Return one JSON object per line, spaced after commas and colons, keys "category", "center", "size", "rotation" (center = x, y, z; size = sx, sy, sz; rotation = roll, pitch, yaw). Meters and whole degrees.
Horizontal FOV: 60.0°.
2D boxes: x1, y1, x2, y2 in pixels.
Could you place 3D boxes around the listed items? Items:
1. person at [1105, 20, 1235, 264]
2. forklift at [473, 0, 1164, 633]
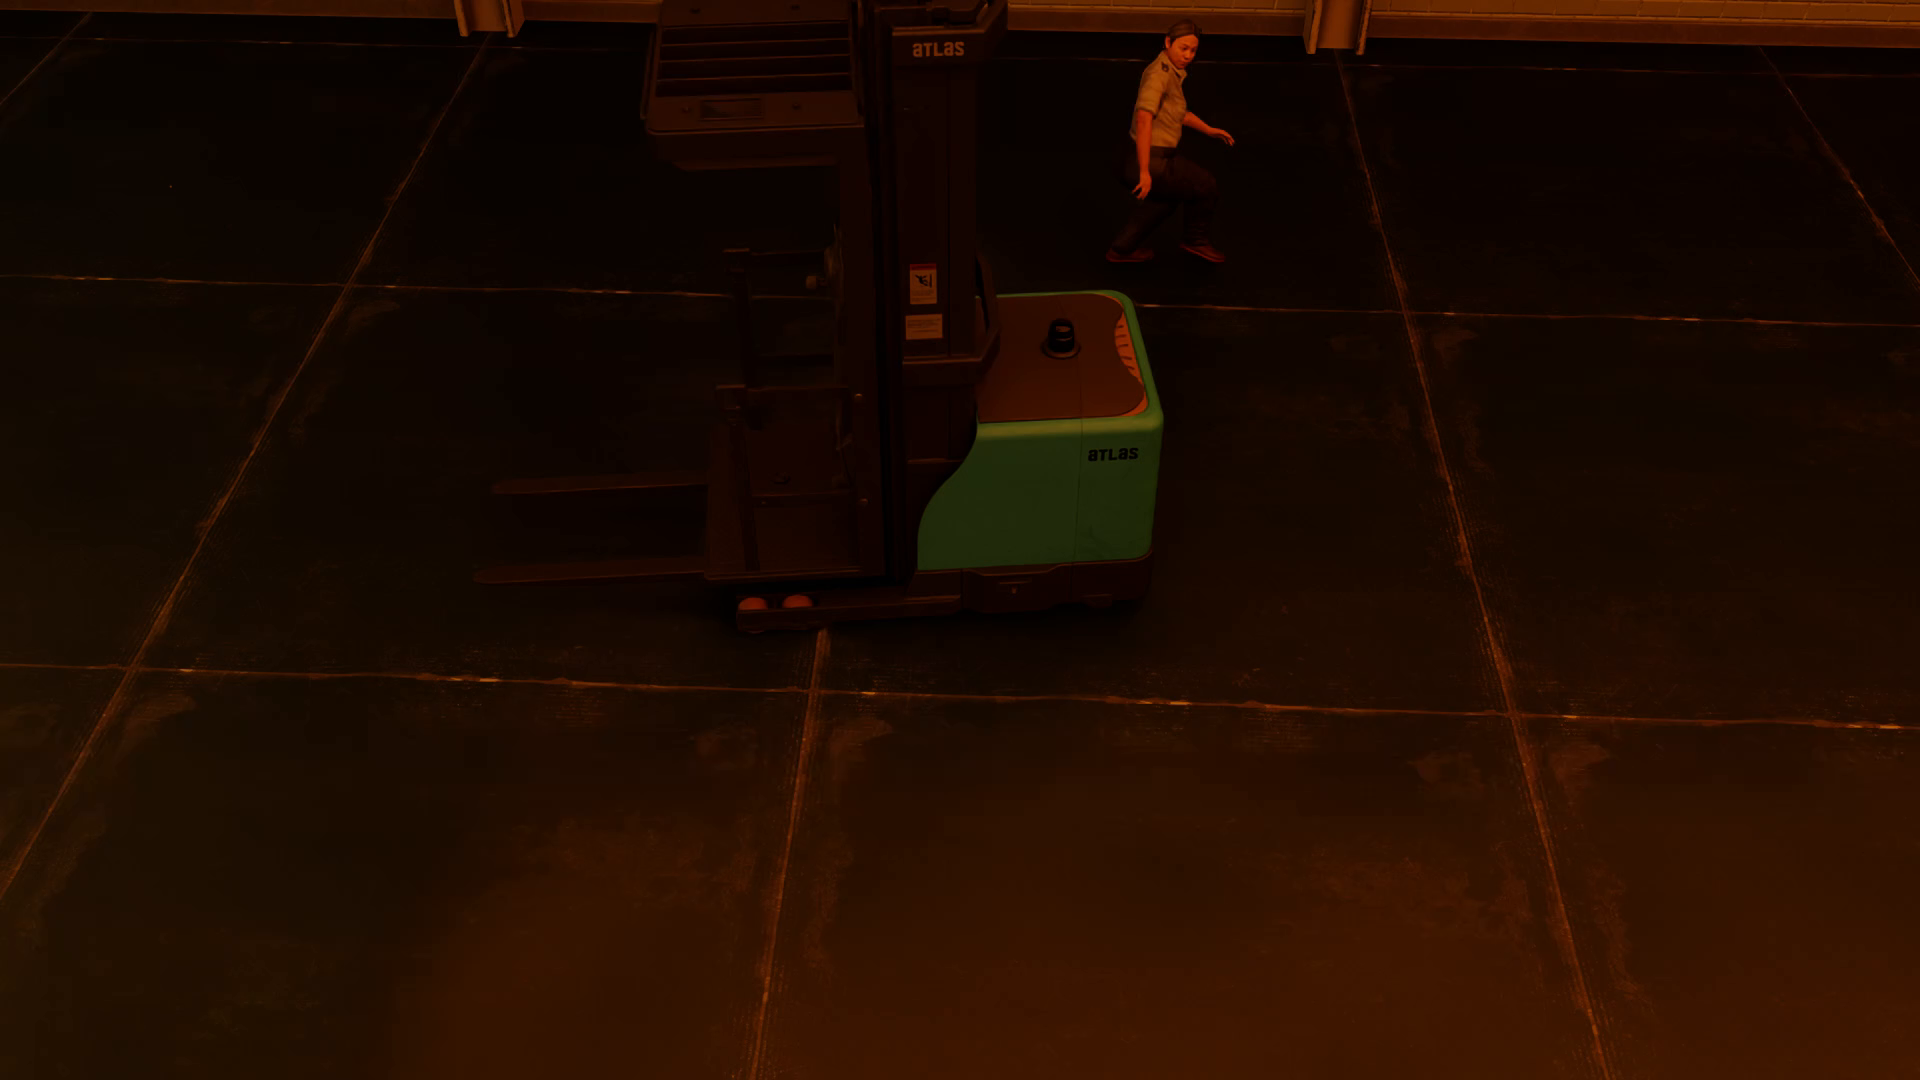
{"category": "person", "center": [1.200, -2.096, 9.153], "size": [0.729, 1.462, 0.703], "rotation": [-9, 43, -9]}
{"category": "forklift", "center": [-0.679, -1.037, 6.878], "size": [3.031, 2.935, 1.130], "rotation": [-3, 42, -3]}
